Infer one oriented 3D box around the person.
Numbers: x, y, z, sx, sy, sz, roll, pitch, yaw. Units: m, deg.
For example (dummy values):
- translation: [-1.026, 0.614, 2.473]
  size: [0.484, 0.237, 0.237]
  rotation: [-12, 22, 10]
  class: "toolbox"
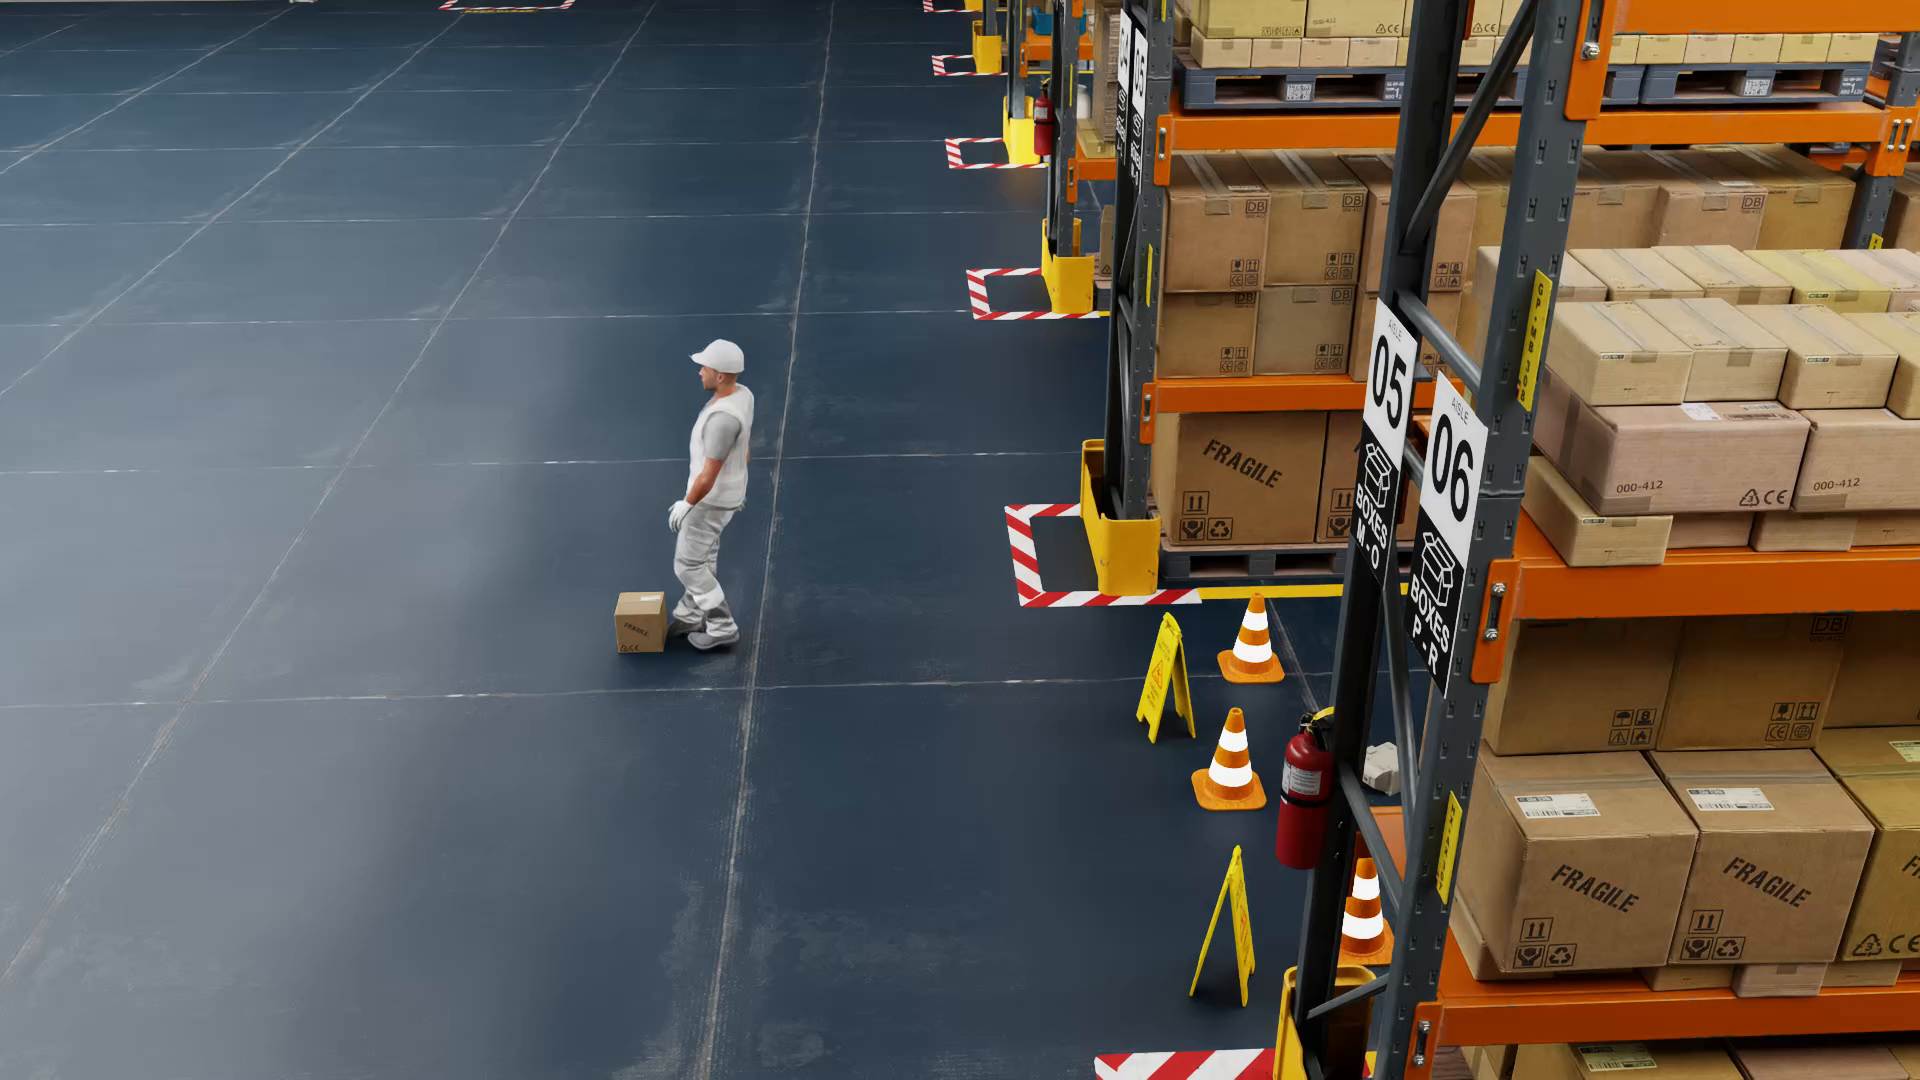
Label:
- translation: [-1.436, -0.206, 9.050]
  size: [0.648, 1.839, 0.577]
  rotation: [1, 27, 2]
  class: "person"
